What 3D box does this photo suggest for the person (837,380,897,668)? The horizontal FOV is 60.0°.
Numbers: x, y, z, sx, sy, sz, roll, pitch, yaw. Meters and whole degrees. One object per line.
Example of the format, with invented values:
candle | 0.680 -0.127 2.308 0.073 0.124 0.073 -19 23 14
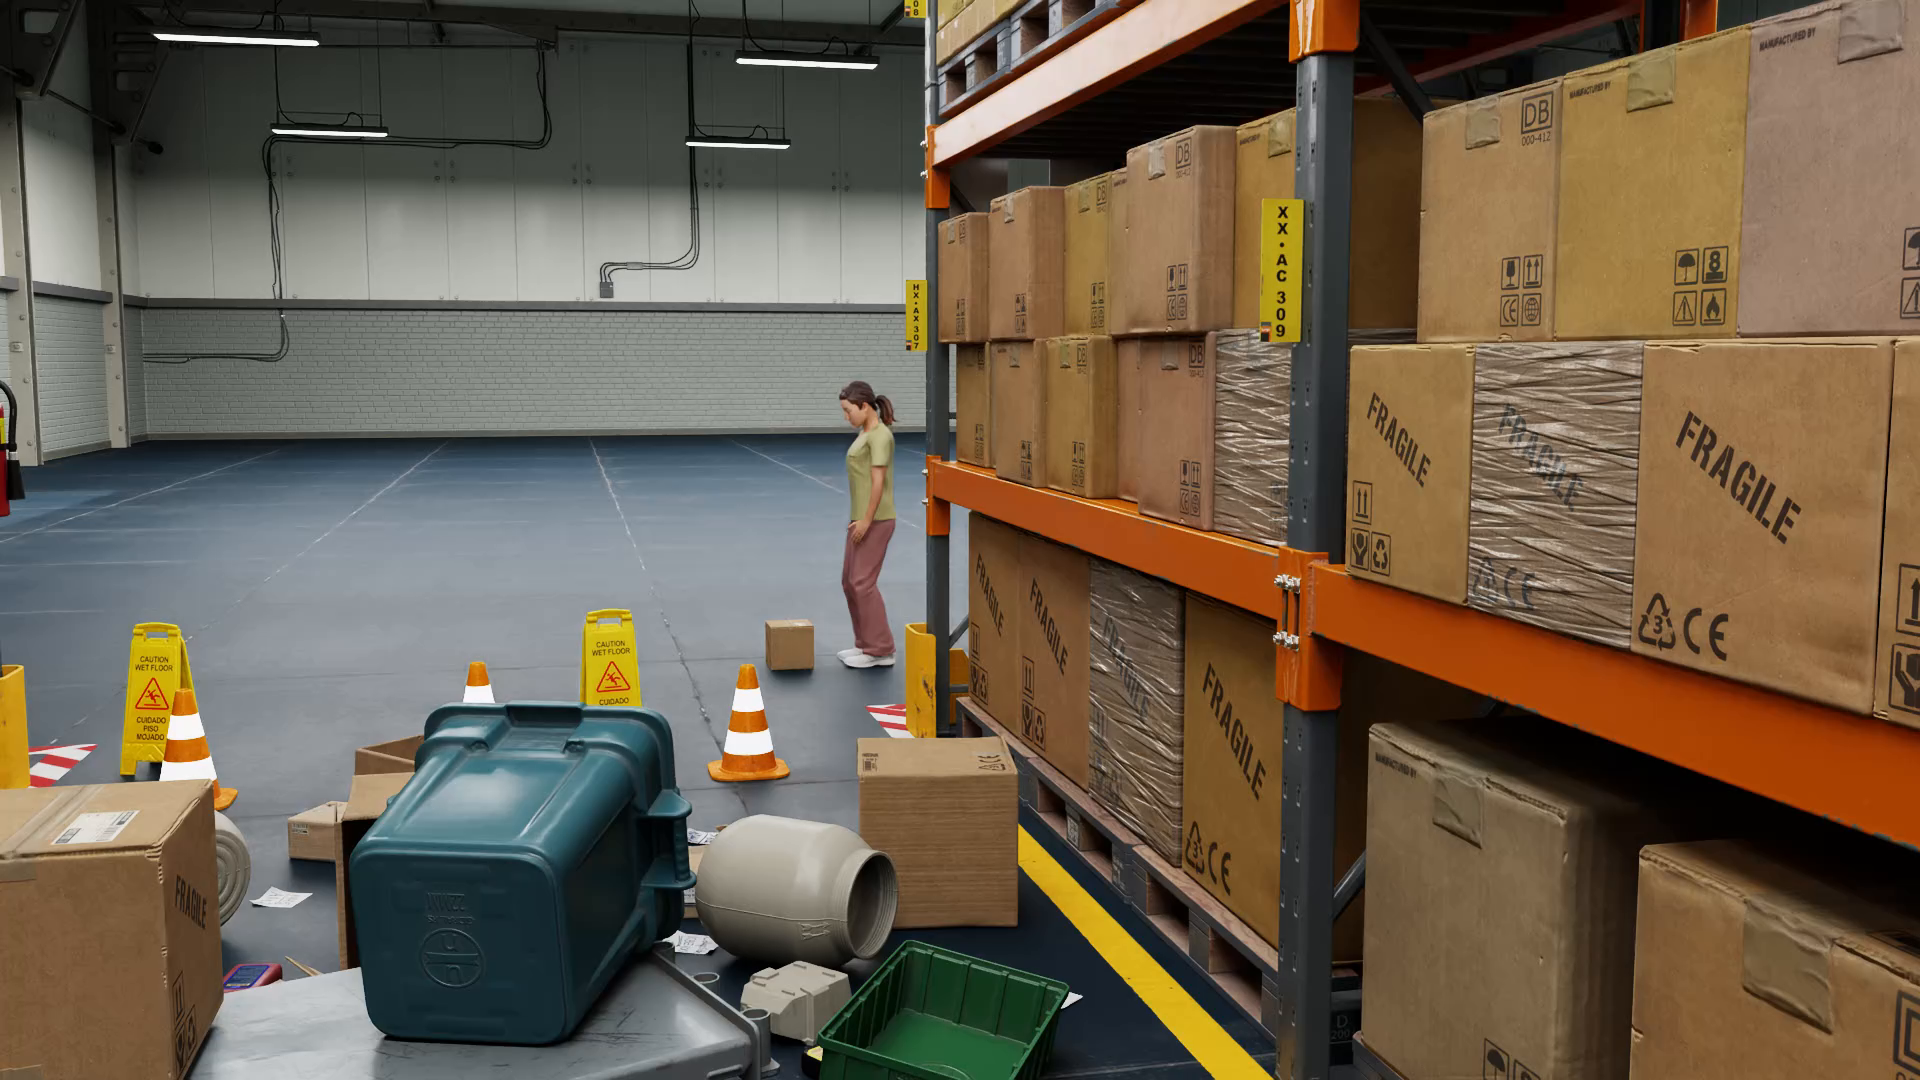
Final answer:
person | -0.529 -0.095 9.650 0.351 1.659 0.458 -1 6 -12
